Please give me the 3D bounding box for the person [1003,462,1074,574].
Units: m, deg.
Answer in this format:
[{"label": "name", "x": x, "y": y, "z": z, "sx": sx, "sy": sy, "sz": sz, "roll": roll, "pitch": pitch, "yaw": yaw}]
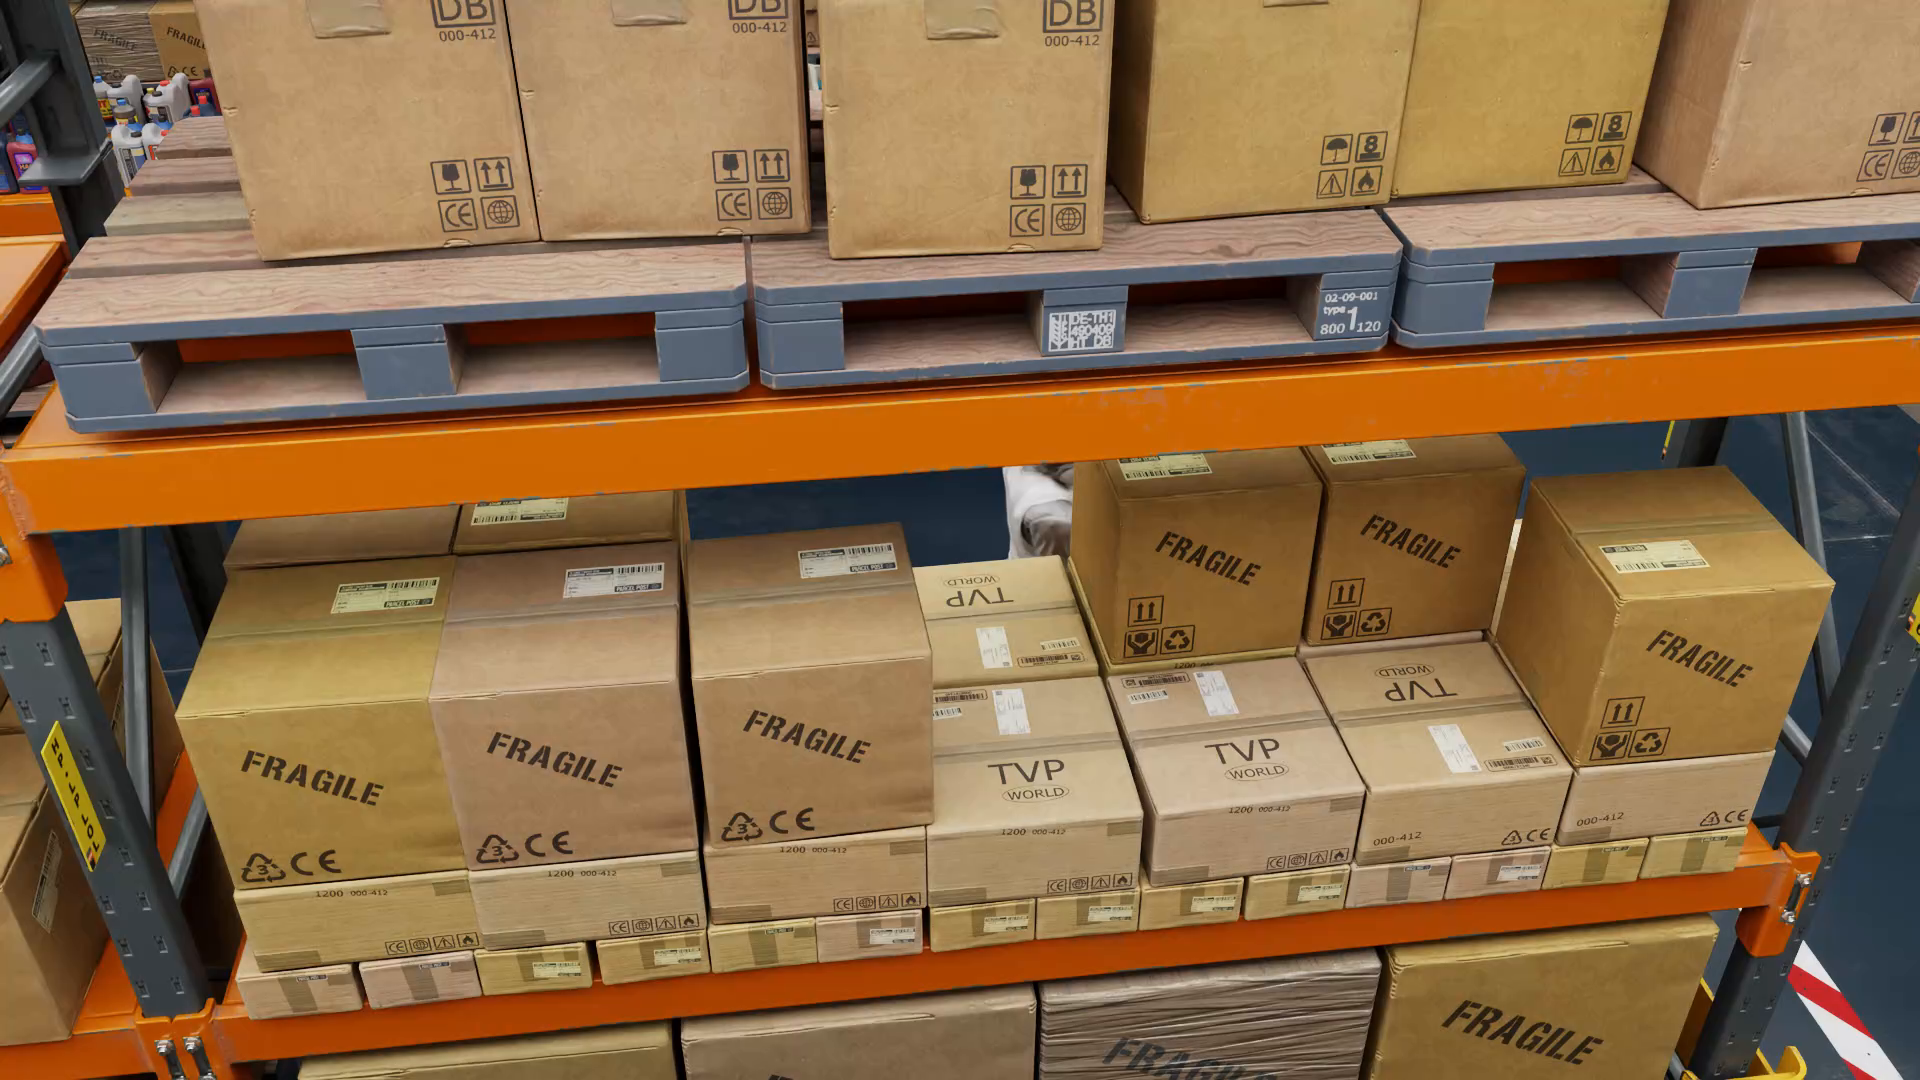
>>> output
[{"label": "person", "x": 0.332, "y": 0.220, "z": 5.808, "sx": 0.359, "sy": 1.766, "sz": 0.531, "roll": -4, "pitch": 35, "yaw": -5}]
